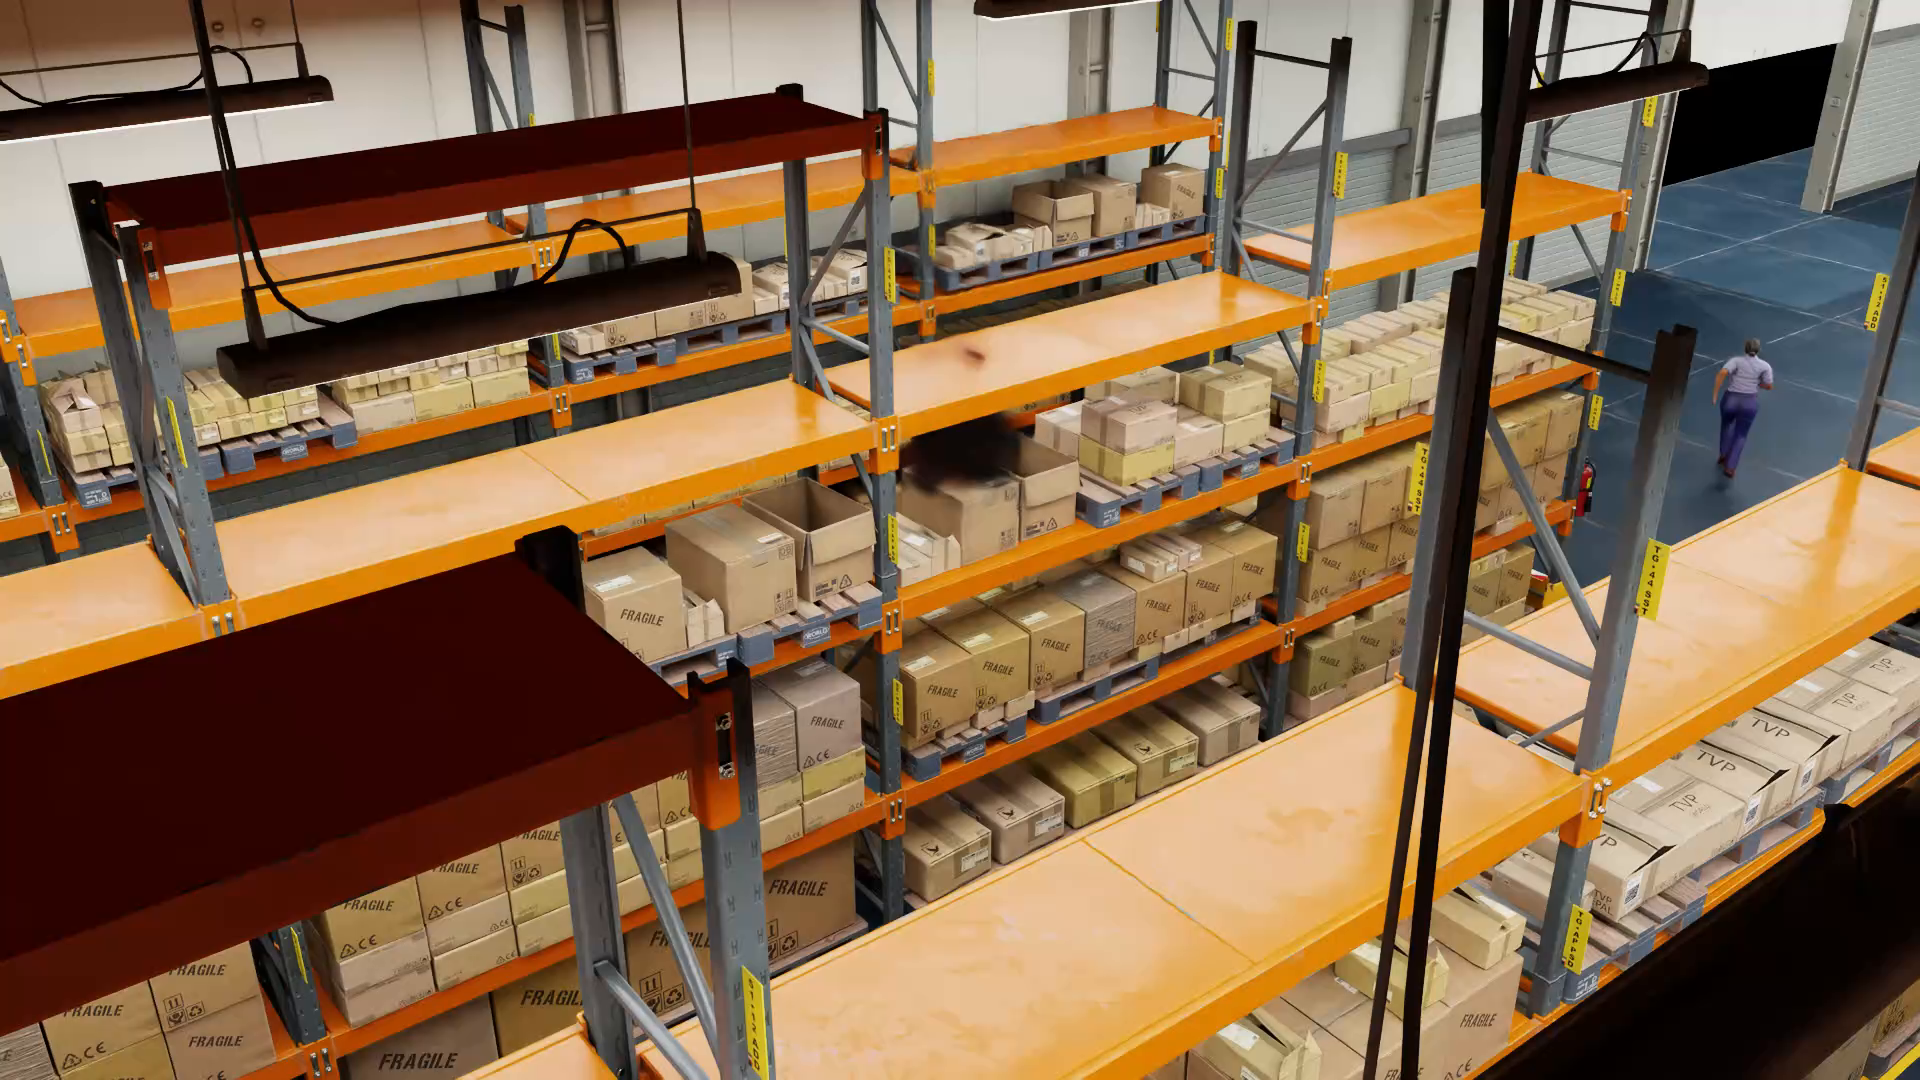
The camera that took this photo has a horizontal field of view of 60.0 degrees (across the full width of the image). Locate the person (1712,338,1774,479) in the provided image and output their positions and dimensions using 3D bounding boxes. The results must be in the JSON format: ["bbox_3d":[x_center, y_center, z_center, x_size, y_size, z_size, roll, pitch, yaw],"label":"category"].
[{"bbox_3d":[9.054,-1.501,19.344,0.627,1.694,0.863,11,28,22],"label":"person"}]
